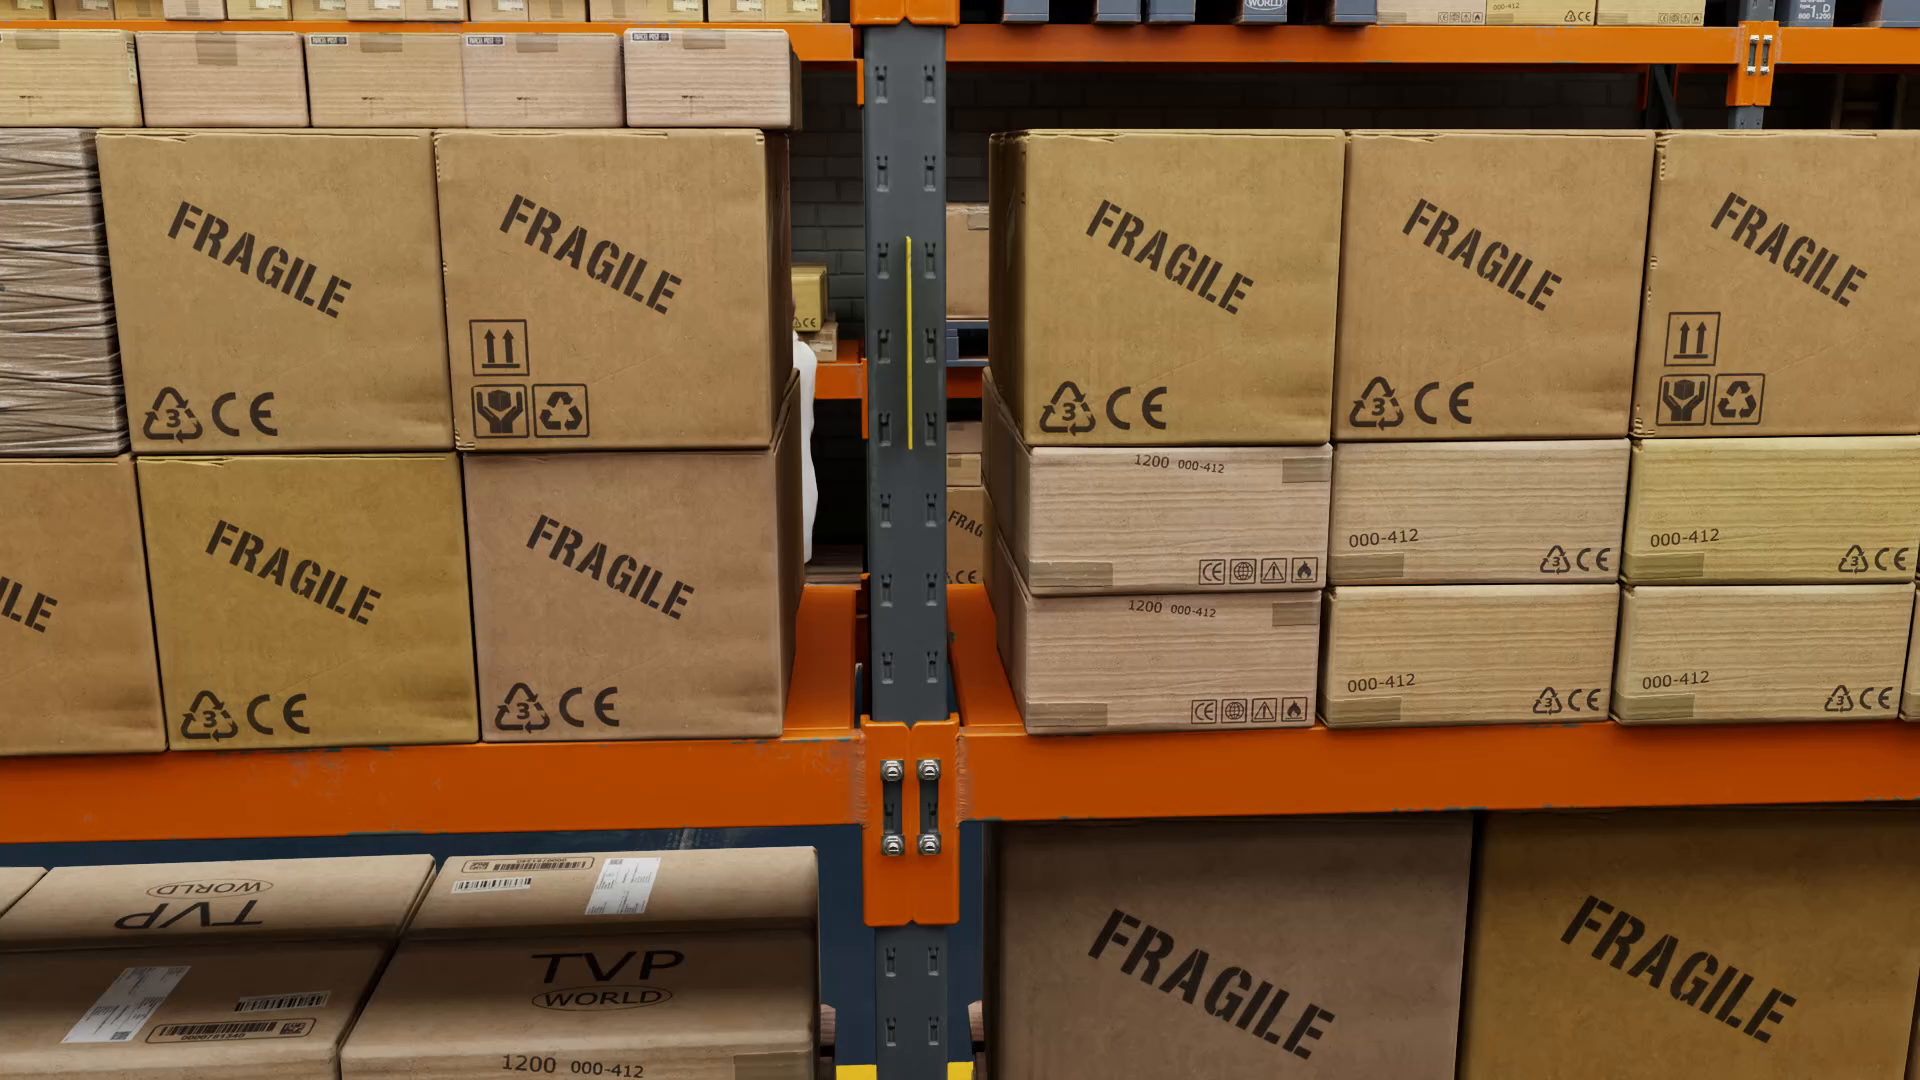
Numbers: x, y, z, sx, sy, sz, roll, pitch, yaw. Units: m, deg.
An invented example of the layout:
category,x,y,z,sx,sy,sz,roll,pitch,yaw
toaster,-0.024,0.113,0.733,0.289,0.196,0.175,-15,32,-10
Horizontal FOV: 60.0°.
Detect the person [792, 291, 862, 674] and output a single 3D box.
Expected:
category,x,y,z,sx,sy,sz,roll,pitch,yaw
person,-0.695,-0.142,6.548,0.633,1.778,0.609,2,13,7
